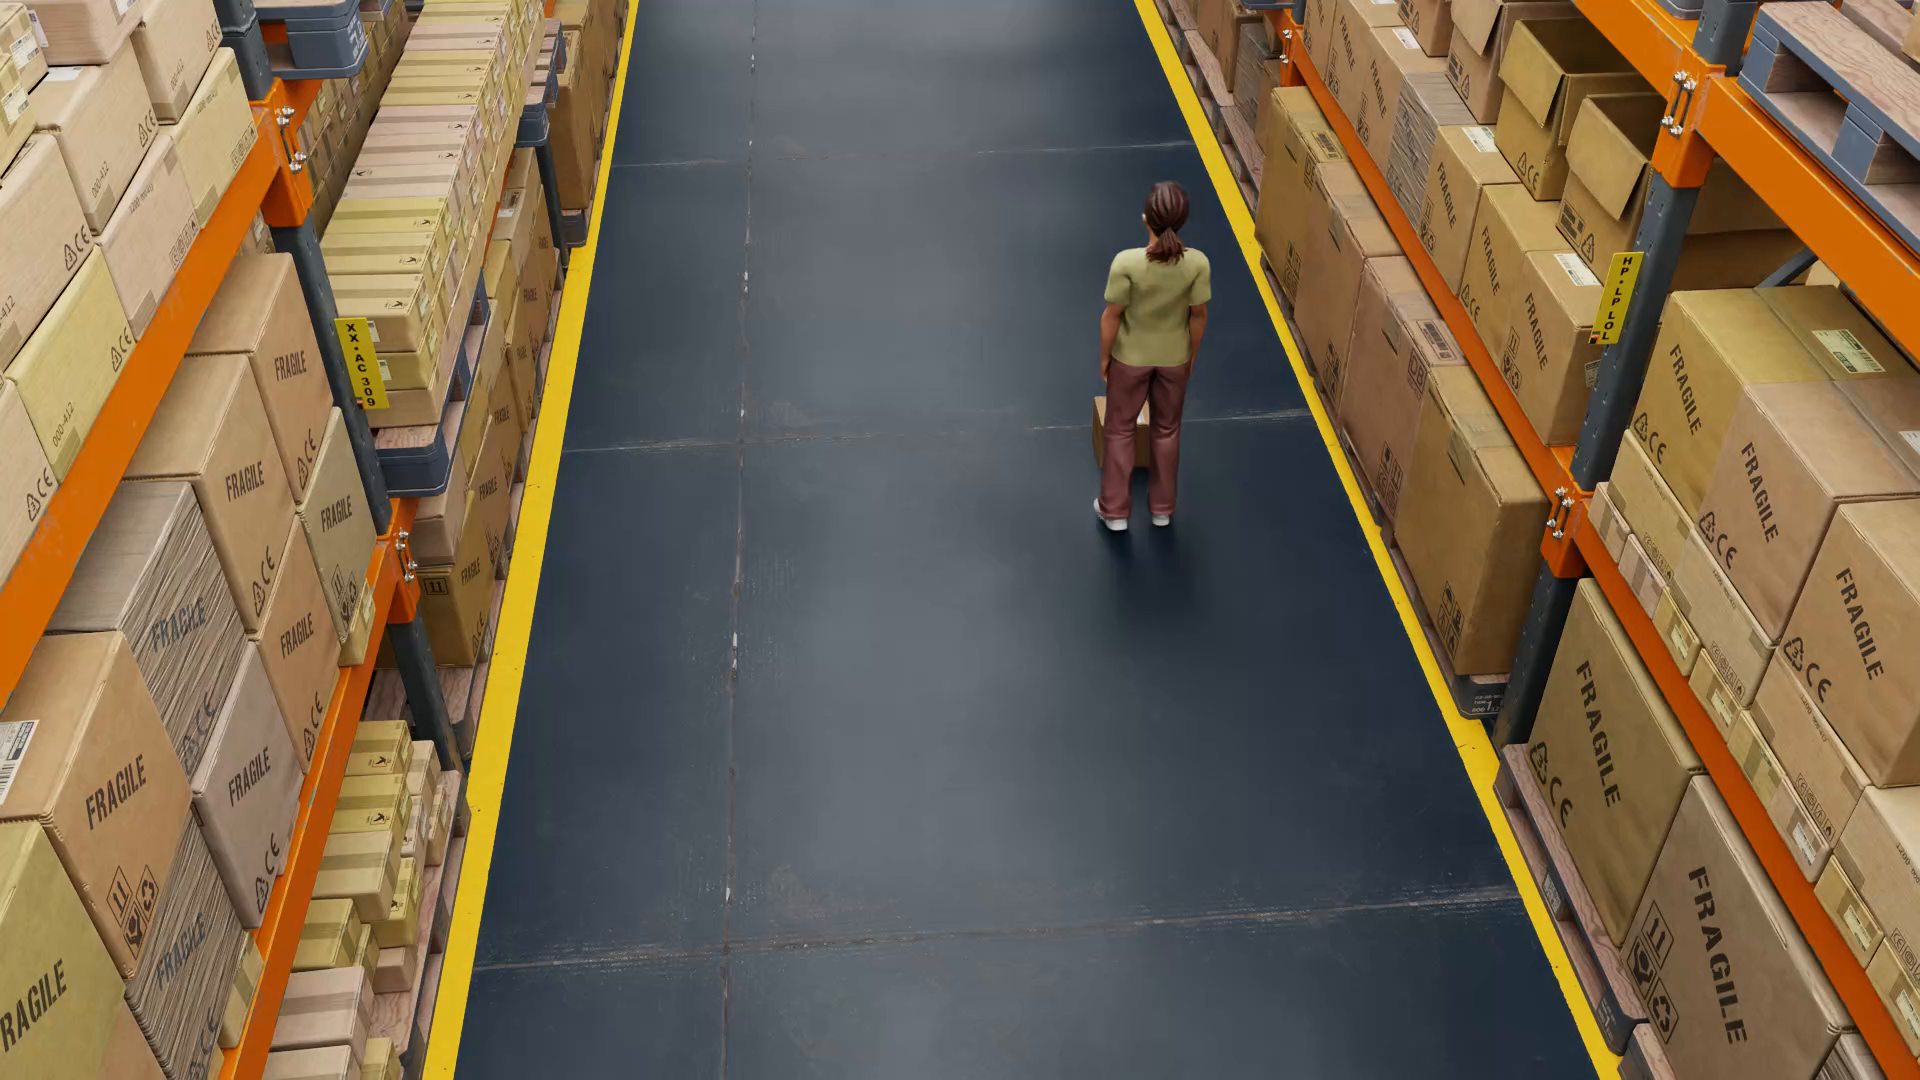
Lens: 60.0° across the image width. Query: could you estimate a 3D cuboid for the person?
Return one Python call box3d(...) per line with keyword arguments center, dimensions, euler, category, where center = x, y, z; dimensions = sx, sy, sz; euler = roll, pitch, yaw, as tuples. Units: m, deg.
box3d(center=(0.808, -0.753, 7.110), dimensions=(0.451, 1.712, 0.386), euler=(-2, 39, -3), category="person")
